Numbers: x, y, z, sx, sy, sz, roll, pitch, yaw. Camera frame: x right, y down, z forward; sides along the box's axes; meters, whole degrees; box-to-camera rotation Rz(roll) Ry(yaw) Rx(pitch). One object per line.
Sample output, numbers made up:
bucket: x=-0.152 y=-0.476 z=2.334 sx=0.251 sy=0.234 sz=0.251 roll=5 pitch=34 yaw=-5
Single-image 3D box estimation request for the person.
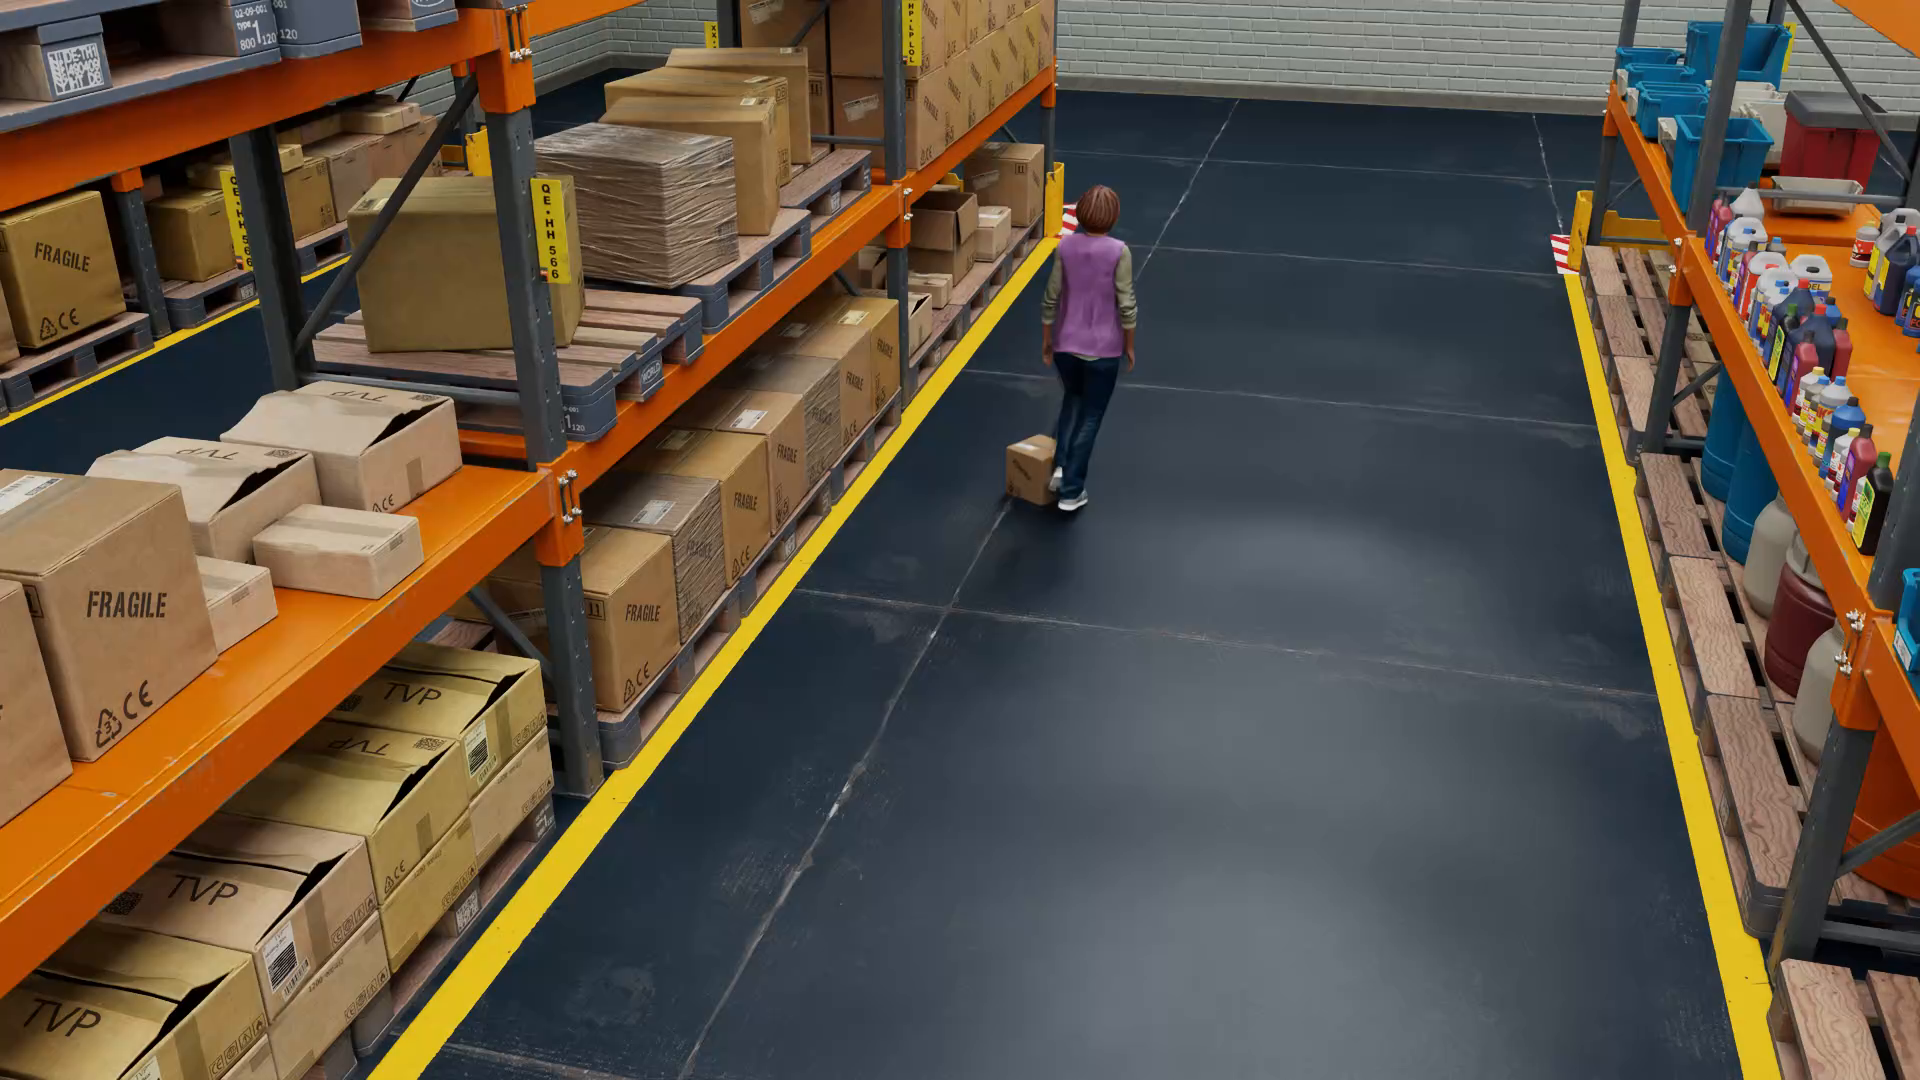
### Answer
person: x=0.620 y=-0.900 z=7.983 sx=0.479 sy=1.577 sz=0.444 roll=11 pitch=28 yaw=22
